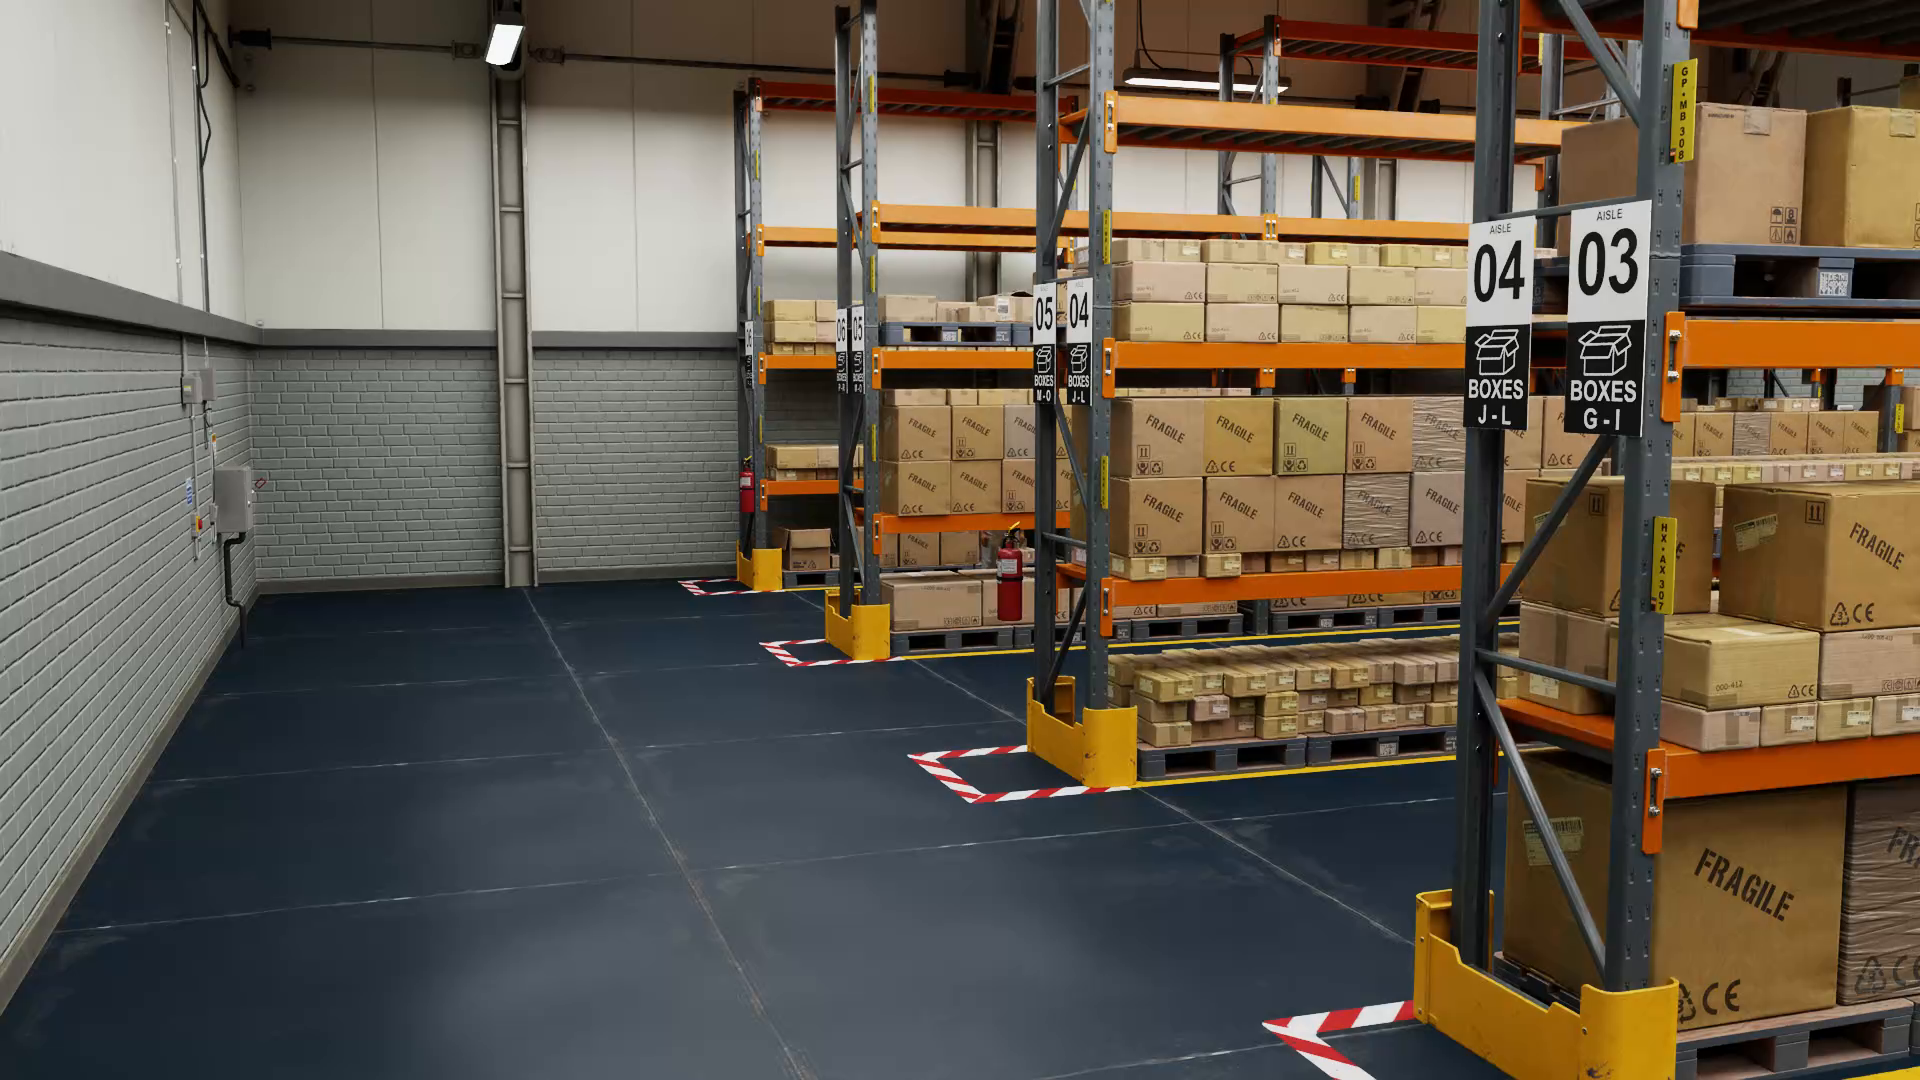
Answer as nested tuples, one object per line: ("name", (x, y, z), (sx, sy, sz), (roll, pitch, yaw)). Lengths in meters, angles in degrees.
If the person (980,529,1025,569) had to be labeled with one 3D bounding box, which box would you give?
("person", (0.449, -0.059, 18.198), (0.561, 1.667, 0.462), (-2, 6, -21))
